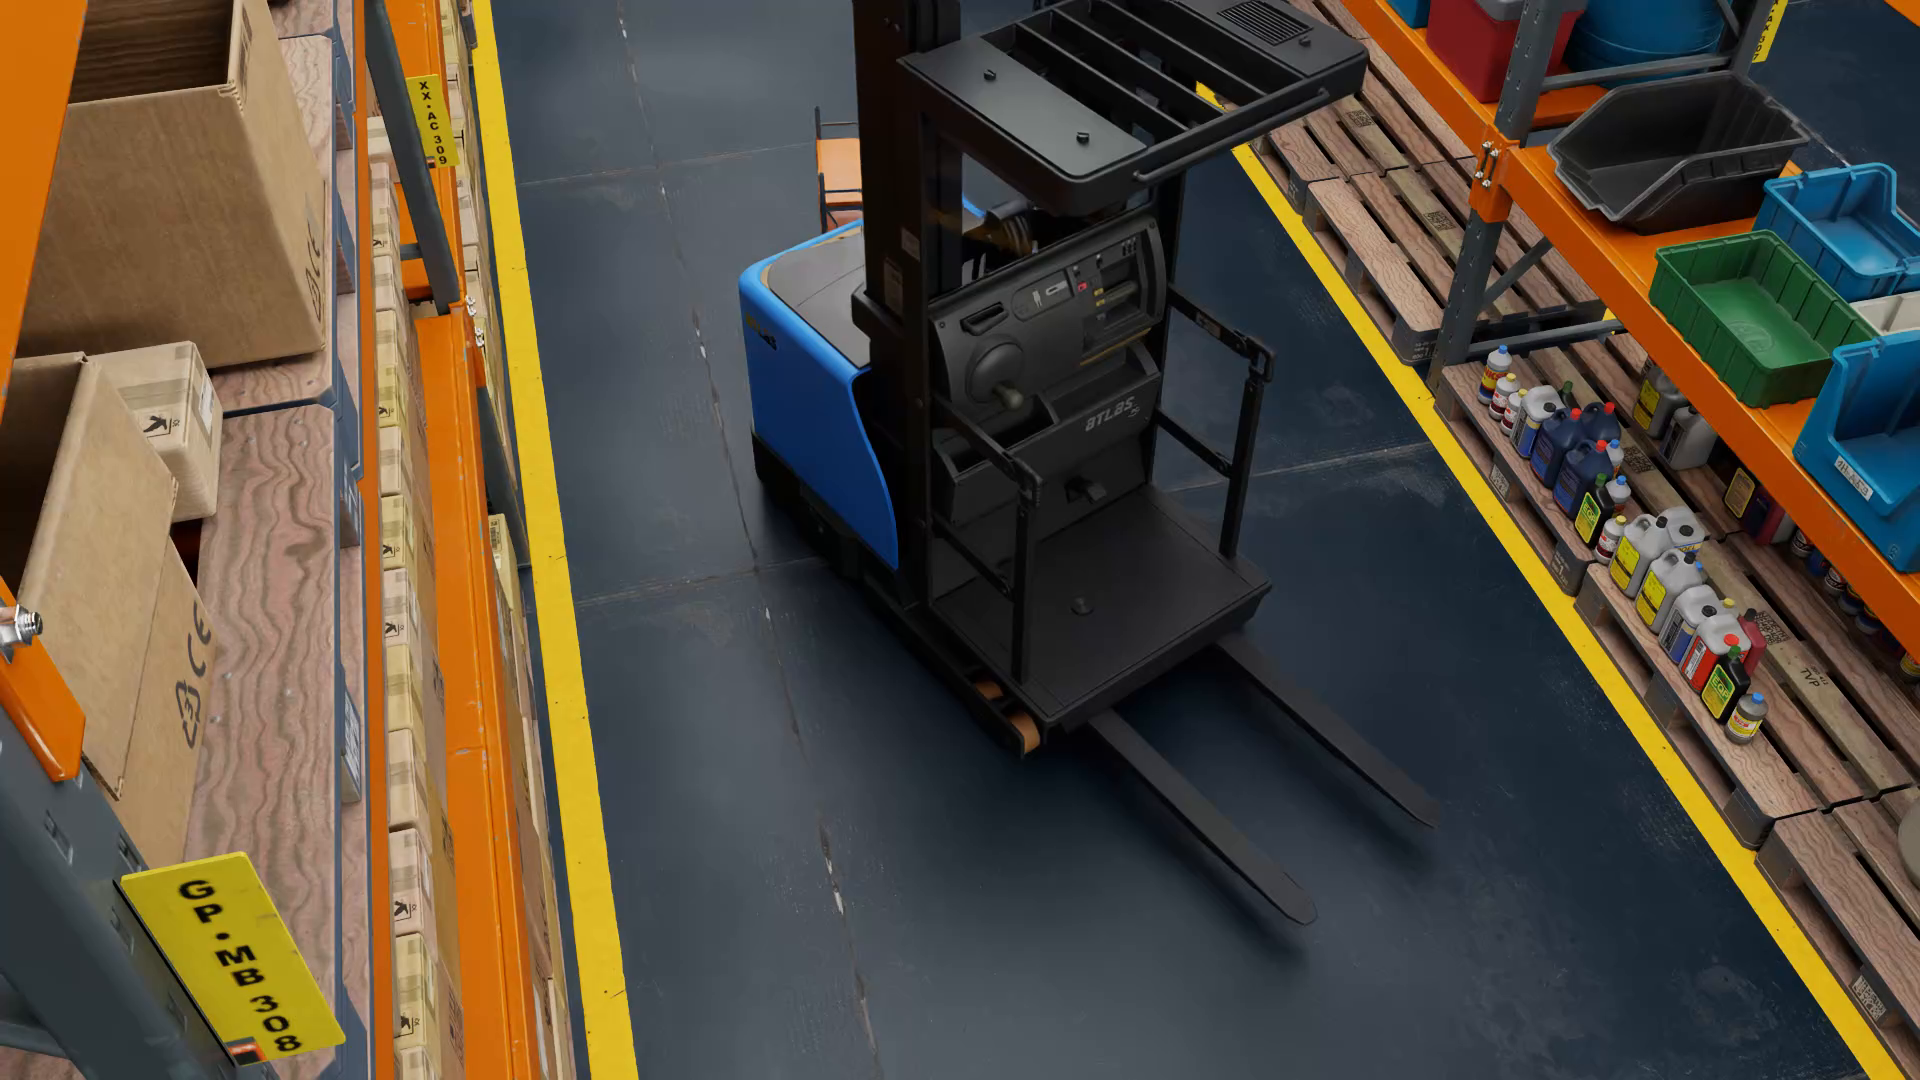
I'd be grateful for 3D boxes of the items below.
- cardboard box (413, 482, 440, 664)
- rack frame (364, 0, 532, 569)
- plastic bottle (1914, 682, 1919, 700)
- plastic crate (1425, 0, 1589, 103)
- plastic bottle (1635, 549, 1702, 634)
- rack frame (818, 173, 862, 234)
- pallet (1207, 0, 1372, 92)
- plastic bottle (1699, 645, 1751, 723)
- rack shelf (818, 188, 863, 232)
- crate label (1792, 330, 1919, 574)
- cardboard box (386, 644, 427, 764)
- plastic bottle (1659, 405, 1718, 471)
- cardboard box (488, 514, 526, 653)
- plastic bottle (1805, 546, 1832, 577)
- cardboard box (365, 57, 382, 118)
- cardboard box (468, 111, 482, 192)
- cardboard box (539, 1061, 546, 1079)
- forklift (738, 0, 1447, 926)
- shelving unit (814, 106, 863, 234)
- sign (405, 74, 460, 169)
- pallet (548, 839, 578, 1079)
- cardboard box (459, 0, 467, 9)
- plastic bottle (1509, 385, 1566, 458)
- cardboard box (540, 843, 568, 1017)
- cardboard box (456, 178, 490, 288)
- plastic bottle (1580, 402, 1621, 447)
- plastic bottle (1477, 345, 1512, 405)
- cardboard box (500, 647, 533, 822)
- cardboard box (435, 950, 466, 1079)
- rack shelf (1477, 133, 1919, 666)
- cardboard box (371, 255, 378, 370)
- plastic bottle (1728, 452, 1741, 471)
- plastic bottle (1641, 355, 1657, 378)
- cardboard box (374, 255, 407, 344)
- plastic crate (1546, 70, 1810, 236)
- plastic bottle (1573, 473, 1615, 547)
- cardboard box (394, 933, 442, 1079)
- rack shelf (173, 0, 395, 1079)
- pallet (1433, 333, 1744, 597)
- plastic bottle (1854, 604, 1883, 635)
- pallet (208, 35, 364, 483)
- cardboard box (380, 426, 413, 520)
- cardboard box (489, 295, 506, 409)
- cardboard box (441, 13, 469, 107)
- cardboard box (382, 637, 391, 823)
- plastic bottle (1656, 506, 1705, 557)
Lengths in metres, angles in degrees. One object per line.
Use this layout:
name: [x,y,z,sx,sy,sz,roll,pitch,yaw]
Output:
cardboard box: [-1.826,0.085,4.496,0.700,0.500,0.500,-10,46,-10]
rack frame: [-2.212,-0.895,5.527,1.000,3.000,0.127,-11,47,-10]
plastic bottle: [3.439,0.456,5.805,0.097,0.271,0.097,0,46,0]
plastic crate: [2.158,-2.099,6.662,0.402,0.464,0.583,-11,47,-10]
plastic bottle: [2.588,0.160,6.039,0.144,0.351,0.185,-9,46,-9]
rack frame: [-0.431,-1.012,6.901,0.240,1.200,0.015,-4,46,-4]
pallet: [1.714,-3.042,9.583,1.003,0.211,1.213,-11,47,-10]
plastic bottle: [2.660,0.495,5.758,0.061,0.283,0.133,-10,46,-9]
rack shelf: [-0.454,-1.295,6.960,0.258,0.148,0.480,-4,46,-4]
crate label: [2.869,-0.270,4.890,0.502,0.435,0.616,-11,47,-10]
cardboard box: [-1.411,0.406,3.728,0.380,0.149,0.250,-11,47,-11]
plastic bottle: [2.934,-0.430,6.670,0.152,0.276,0.135,-11,47,-10]
cardboard box: [-1.882,0.201,6.084,0.500,0.250,0.500,-11,47,-10]
plastic bottle: [3.274,0.010,6.242,0.097,0.271,0.097,0,46,0]
cardboard box: [-2.527,-1.827,6.370,0.500,0.500,0.500,-8,46,-7]
cardboard box: [-2.604,-1.820,8.064,0.500,0.250,0.500,-10,46,-9]
cardboard box: [-1.240,1.664,4.125,0.500,0.500,0.500,-11,47,-10]
forklift: [0.439,-0.657,5.342,1.130,2.935,3.031,-29,52,-25]
shelving unit: [-0.454,-1.185,7.071,0.258,1.200,0.503,-4,46,-4]
sign: [-1.675,-1.328,5.290,0.100,0.325,0.005,-11,47,-10]
pallet: [-1.733,1.482,5.150,1.003,0.211,1.213,-11,47,-10]
cardboard box: [-3.076,-3.302,9.328,0.500,0.500,0.500,-9,46,-9]
plastic bottle: [2.345,-0.480,6.720,0.152,0.276,0.135,-9,46,-9]
cardboard box: [-1.492,1.235,5.070,0.500,0.250,0.500,-11,47,-10]
cardboard box: [-2.333,-1.310,7.172,0.500,0.311,0.500,-12,47,-12]
plastic bottle: [2.523,-0.418,6.606,0.144,0.351,0.185,-11,47,-10]
plastic bottle: [2.236,-0.697,6.935,0.097,0.271,0.097,0,46,0]
cardboard box: [-1.633,0.630,5.138,0.500,0.500,0.500,-11,47,-10]
cardboard box: [-1.434,1.145,3.457,0.700,0.500,0.500,-10,46,-9]
rack shelf: [3.090,-0.165,5.316,1.077,0.370,4.000,-11,47,-10]
cardboard box: [-1.961,-0.730,4.387,0.700,0.500,0.500,-11,47,-10]
plastic bottle: [3.152,-0.372,6.608,0.061,0.283,0.133,-8,46,-8]
plastic bottle: [2.972,-0.779,7.065,0.097,0.201,0.097,0,46,0]
cardboard box: [-1.804,-0.657,4.769,0.380,0.149,0.250,-12,47,-11]
plastic crate: [2.589,-1.392,6.057,0.767,0.338,0.504,-11,47,-10]
plastic bottle: [2.434,-0.116,6.358,0.061,0.283,0.133,-9,46,-9]
cardboard box: [-1.213,0.940,3.204,0.380,0.149,0.250,-11,47,-10]
rack shelf: [-1.700,-0.312,3.359,1.077,0.370,4.000,-11,47,-10]
pallet: [2.709,-0.351,6.946,1.003,0.211,1.213,-11,47,-10]
plastic bottle: [3.351,0.219,6.037,0.097,0.271,0.097,0,46,0]
pallet: [-1.659,-0.489,3.091,1.003,0.211,1.213,-11,47,-10]
cardboard box: [-1.611,-0.132,4.254,0.380,0.149,0.250,-9,46,-9]
cardboard box: [-2.205,-0.756,7.022,0.500,0.250,0.500,-10,46,-9]
cardboard box: [-2.724,-2.363,8.204,0.500,0.311,0.500,-11,47,-11]
cardboard box: [-1.578,0.306,3.371,0.700,0.500,0.500,-11,47,-10]
plastic bottle: [2.677,0.014,6.235,0.152,0.276,0.135,-11,47,-10]
